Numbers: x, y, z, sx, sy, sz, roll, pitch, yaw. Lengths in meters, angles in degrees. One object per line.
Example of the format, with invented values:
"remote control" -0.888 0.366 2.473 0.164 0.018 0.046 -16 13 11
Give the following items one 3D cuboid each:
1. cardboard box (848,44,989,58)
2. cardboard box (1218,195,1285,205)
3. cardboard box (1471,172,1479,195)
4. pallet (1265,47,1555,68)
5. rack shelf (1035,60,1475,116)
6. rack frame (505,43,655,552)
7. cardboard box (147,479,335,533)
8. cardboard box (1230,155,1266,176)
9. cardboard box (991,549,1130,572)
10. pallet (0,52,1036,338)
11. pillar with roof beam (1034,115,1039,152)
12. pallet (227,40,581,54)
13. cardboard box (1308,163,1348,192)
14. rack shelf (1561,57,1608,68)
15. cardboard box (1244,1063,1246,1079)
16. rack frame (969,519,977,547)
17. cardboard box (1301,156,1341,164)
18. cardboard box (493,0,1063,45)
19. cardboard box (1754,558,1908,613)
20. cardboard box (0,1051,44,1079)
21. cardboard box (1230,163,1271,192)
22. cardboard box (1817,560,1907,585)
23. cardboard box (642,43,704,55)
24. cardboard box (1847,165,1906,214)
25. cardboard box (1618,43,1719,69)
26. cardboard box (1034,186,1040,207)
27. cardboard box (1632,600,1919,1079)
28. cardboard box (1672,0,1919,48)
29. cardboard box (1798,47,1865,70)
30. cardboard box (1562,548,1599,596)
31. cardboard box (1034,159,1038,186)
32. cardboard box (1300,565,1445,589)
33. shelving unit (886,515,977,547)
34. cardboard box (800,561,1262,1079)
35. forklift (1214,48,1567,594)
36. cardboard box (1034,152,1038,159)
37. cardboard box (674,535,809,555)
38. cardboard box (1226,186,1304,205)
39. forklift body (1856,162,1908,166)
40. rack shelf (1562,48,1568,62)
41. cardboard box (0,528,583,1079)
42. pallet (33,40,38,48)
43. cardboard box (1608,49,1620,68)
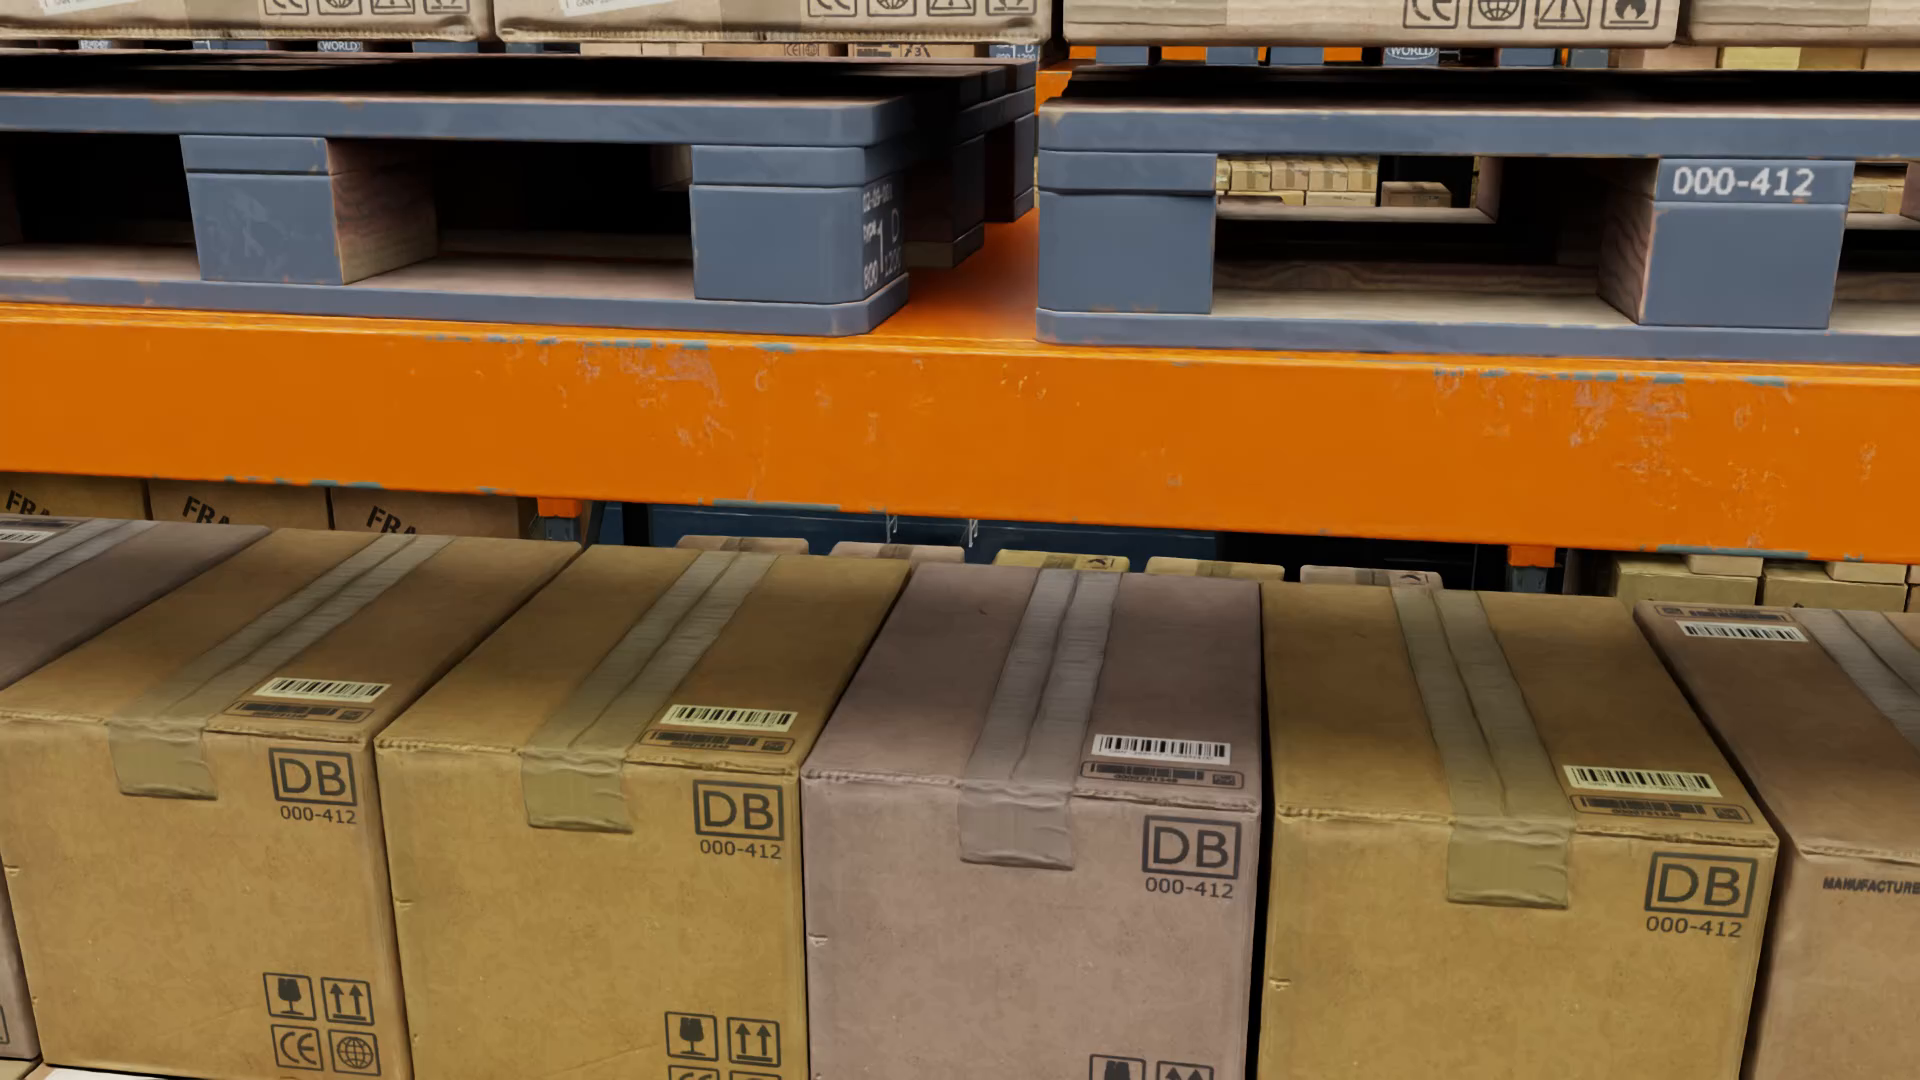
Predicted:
"cardboard box" -0.128 -2.177 6.692 0.637 0.503 0.797 3 19 9
"cardboard box" 1.137 -1.250 6.503 0.250 0.149 0.380 2 19 7
"cardboard box" 3.368 -2.384 11.021 0.250 0.149 0.380 3 19 8
"pallet" 1.719 -1.970 6.532 1.003 0.211 1.213 3 19 9
"rack shelf" 0.337 -1.754 6.725 4.000 0.370 1.077 3 19 9
"rack frame" -1.638 -0.773 7.387 0.127 3.000 1.000 3 19 9
"cardboard box" -3.187 -0.072 7.978 0.875 0.875 0.875 3 19 9
"cardboard box" 2.023 -2.616 11.716 0.250 0.149 0.380 3 19 8
"cardboard box" 0.396 0.380 7.421 0.625 0.372 0.950 4 19 10
"pallet" -0.575 -0.479 2.079 1.213 0.211 1.003 4 19 11
"pillar with roof beam" -0.107 -4.042 7.701 0.400 9.000 9.100 3 19 9
"pallet" -2.282 -2.122 6.989 1.003 0.211 1.213 4 19 11
"cardboard box" 2.465 -2.437 11.181 0.250 0.149 0.380 3 19 8
"rack shelf" 4.286 -1.553 6.123 4.000 0.370 1.077 3 19 9
"cardboard box" 0.569 0.968 2.024 0.500 0.500 0.500 3 19 8
"rack frame" 0.077 -0.565 9.601 0.015 1.200 0.240 3 19 9
"cardboard box" 2.525 -2.597 11.658 0.250 0.149 0.380 2 19 7
"cardboard box" -0.140 -0.662 1.649 0.500 0.311 0.500 2 19 7
"cardboard box" 3.381 0.315 6.625 0.500 0.500 0.500 4 19 11
"cardboard box" -1.421 0.867 2.327 0.500 0.500 0.500 3 19 8
"cardboard box" 1.951 -2.438 11.182 0.250 0.149 0.380 2 19 7
"cardboard box" 3.473 0.034 6.441 0.250 0.149 0.380 4 19 11
"cardboard box" -1.102 -2.050 6.688 0.258 0.266 0.396 3 19 9
"cardboard box" 3.212 -1.112 6.198 0.500 0.500 0.700 3 19 9
"cardboard box" 2.583 -1.782 6.070 0.250 0.149 0.380 3 19 8
"cardboard box" 0.553 -2.338 11.513 0.500 0.250 0.500 2 19 7
"cardboard box" 1.135 0.439 2.030 0.500 0.500 0.700 3 19 8
"cardboard box" 0.903 -0.600 1.558 0.500 0.250 0.500 3 19 9
"cardboard box" 3.092 -1.774 6.048 0.250 0.149 0.380 3 19 9
"cardboard box" 2.938 0.123 7.199 0.500 0.500 0.500 3 19 8
"cardboard box" 0.448 -2.545 11.502 0.250 0.149 0.380 3 19 9
"cardboard box" 1.793 0.449 7.213 0.625 0.372 0.950 3 19 9
"shelving unit" -0.163 -0.577 9.638 0.503 1.200 0.258 3 19 9
"cardboard box" 0.128 0.388 2.182 0.500 0.500 0.700 3 19 9
"forklift" 2.980 -1.279 9.006 3.031 2.935 1.130 2 19 6
"cardboard box" 0.520 -2.692 11.943 0.250 0.149 0.380 3 19 8
"cardboard box" -1.082 0.305 7.643 0.625 0.372 0.950 2 19 5
"cardboard box" 2.061 -2.262 11.284 0.500 0.250 0.500 2 19 7
"forklift body" 4.883 -1.047 9.544 1.214 2.155 2.313 3 19 9
"rack shelf" 5.070 -3.108 10.771 4.000 0.370 1.077 3 19 9
"cardboard box" -0.875 0.337 2.336 0.500 0.500 0.700 3 19 8
"pallet" -4.674 -2.276 7.452 1.217 0.209 0.805 2 19 6
"cardboard box" 2.672 -1.955 6.588 0.250 0.149 0.380 3 19 9
